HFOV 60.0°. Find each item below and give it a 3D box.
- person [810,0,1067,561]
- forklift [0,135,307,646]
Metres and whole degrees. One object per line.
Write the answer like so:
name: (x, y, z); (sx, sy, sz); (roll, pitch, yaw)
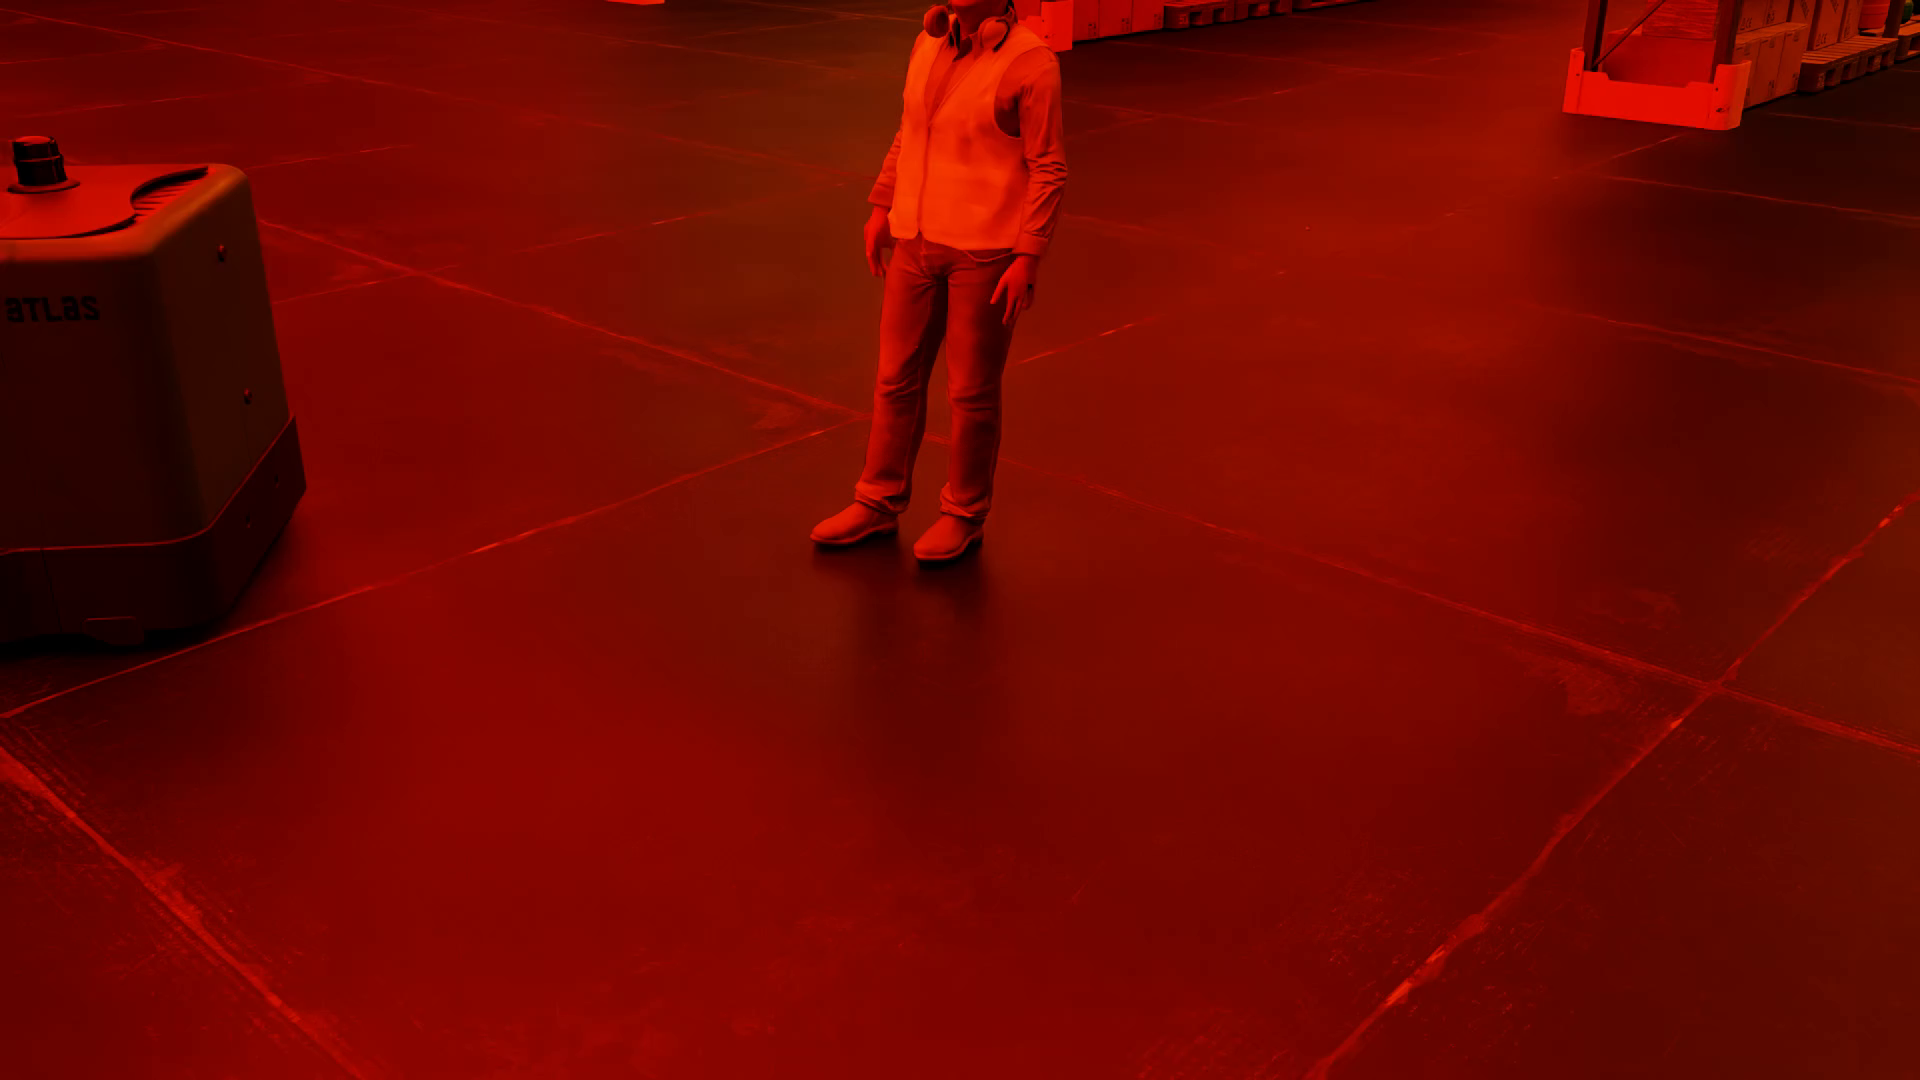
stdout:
person: (-0.048, -0.803, 4.581); (0.632, 1.773, 0.568); (20, 31, 38)
forklift: (-3.480, -1.192, 4.045); (3.031, 2.935, 1.130); (-3, 24, -6)
